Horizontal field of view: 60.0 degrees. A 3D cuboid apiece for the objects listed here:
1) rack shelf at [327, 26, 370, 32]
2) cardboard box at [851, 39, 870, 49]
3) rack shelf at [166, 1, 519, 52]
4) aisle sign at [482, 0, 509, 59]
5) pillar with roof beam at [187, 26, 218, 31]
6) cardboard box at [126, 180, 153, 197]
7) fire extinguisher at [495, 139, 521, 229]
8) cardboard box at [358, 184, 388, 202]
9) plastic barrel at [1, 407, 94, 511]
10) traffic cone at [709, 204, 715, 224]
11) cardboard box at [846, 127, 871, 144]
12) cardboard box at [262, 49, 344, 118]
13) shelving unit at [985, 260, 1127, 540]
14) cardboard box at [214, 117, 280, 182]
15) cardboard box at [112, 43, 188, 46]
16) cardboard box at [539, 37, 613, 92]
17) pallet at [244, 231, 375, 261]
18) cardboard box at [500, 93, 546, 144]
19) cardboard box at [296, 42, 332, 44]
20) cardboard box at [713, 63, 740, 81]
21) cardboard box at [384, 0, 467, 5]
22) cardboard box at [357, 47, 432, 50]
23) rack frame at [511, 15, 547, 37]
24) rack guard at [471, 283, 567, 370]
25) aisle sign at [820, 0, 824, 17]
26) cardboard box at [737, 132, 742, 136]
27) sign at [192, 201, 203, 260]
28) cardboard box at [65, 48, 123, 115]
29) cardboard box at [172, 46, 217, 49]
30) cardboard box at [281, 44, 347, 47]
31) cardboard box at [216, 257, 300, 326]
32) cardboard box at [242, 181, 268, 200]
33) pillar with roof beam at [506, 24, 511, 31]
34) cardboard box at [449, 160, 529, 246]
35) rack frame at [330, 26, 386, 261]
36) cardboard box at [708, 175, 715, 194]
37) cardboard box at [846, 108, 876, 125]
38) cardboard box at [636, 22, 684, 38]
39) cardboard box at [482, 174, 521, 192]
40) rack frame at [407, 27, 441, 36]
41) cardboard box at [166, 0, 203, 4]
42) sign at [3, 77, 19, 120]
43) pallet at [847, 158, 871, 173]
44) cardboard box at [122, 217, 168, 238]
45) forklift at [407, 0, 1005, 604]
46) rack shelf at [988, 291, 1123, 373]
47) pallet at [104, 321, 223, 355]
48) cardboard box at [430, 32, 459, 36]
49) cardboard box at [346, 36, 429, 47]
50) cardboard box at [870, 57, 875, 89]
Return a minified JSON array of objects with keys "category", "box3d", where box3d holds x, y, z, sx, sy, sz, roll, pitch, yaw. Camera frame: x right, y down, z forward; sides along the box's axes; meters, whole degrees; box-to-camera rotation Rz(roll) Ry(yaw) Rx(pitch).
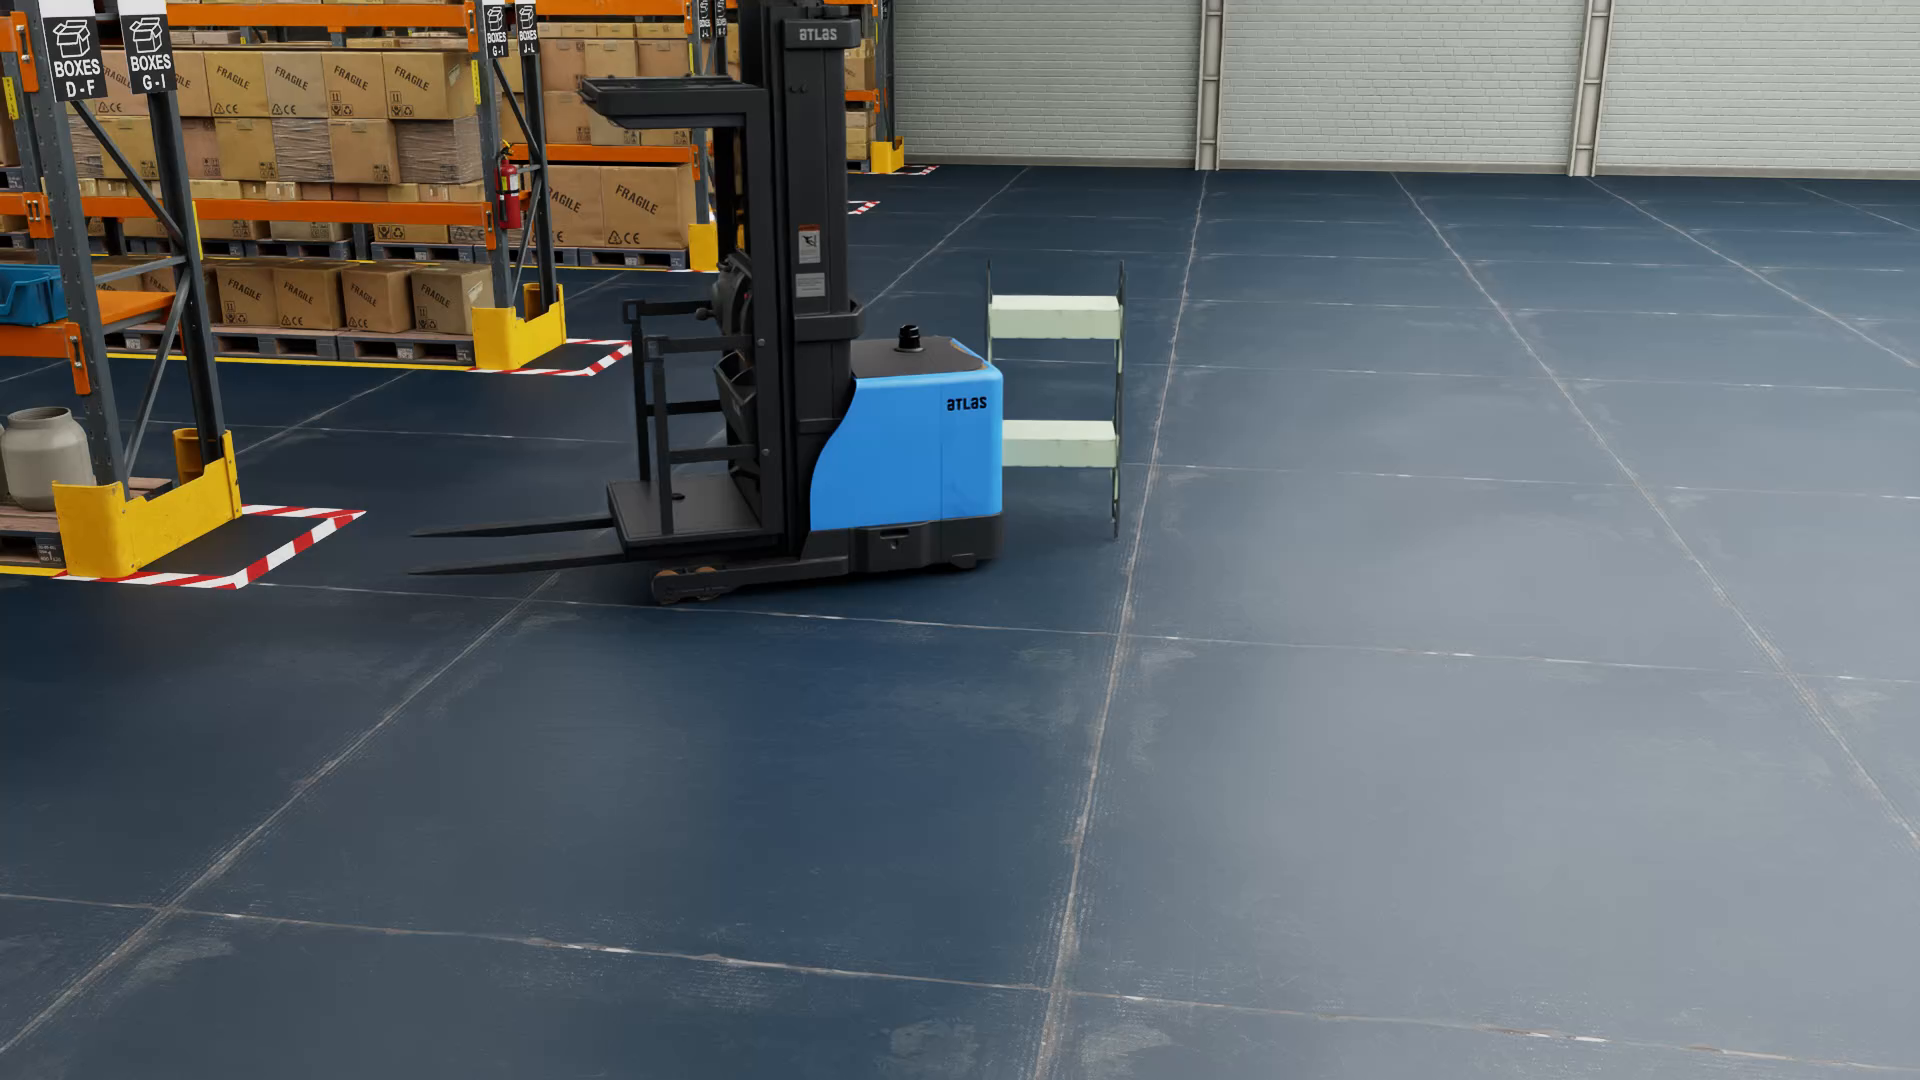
[{"category":"rack shelf","box3d":[-8.627,-5.904,18.627,4.000,0.370,1.077,3,19,9]},{"category":"cardboard box","box3d":[-1.621,-8.080,27.075,0.250,0.149,0.380,3,19,9]},{"category":"rack shelf","box3d":[-5.564,-4.154,13.397,4.000,0.370,1.077,3,19,9]},{"category":"aisle sign","box3d":[-3.576,-4.108,12.755,0.004,0.787,0.394,3,19,9]},{"category":"pillar with roof beam","box3d":[-14.309,-10.049,25.156,0.400,9.000,9.100,3,19,9]},{"category":"cardboard box","box3d":[-6.630,-2.919,13.695,0.250,0.149,0.380,3,19,9]},{"category":"fire extinguisher","box3d":[-3.549,-2.785,13.021,0.183,0.674,0.296,3,19,9]},{"category":"cardboard box","box3d":[-4.650,-2.829,13.427,0.250,0.149,0.380,3,19,9]},{"category":"plastic barrel","box3d":[-5.037,-0.449,9.176,0.421,0.512,0.421,0,18,0]},{"category":"traffic cone","box3d":[-3.002,-3.789,19.899,0.334,0.463,0.336,3,19,9]},{"category":"cardboard box","box3d":[-1.764,-6.691,27.456,0.500,0.250,0.500,3,19,8]},{"category":"cardboard box","box3d":[-5.159,-3.634,13.235,0.500,0.500,0.500,3,19,9]},{"category":"shelving unit","box3d":[0.519,-0.777,9.261,0.755,1.500,0.431,1,19,2]},{"category":"cardboard box","box3d":[-5.619,-3.252,13.668,0.500,0.500,0.875,3,19,9]},{"category":"cardboard box","box3d":[-9.153,-5.369,18.889,0.500,0.500,0.700,3,19,8]},{"category":"cardboard box","box3d":[-4.152,-5.204,18.191,0.550,0.550,0.875,3,19,9]},{"category":"pallet","box3d":[-7.426,-3.415,19.176,1.213,0.211,1.003,3,19,9]},{"category":"cardboard box","box3d":[-4.686,-4.698,18.381,0.500,0.550,0.875,3,19,9]},{"category":"cardboard box","box3d":[-8.993,-6.748,23.454,0.500,0.500,0.500,4,19,11]},{"category":"cardboard box","box3d":[-3.091,-6.233,22.577,0.500,0.500,0.500,3,19,9]},{"category":"cardboard box","box3d":[-4.106,-4.268,12.840,0.500,0.250,0.500,3,19,10]},{"category":"cardboard box","box3d":[-4.582,-3.775,13.656,0.500,0.500,0.500,3,19,9]},{"category":"rack frame","box3d":[-5.967,-6.278,23.338,0.127,3.000,1.000,3,19,9]},{"category":"rack guard","box3d":[-3.664,-1.790,13.866,0.348,0.500,1.175,3,19,9]},{"category":"aisle sign","box3d":[-1.907,-7.403,22.605,0.004,0.787,0.394,3,19,9]},{"category":"cardboard box","box3d":[-3.311,-5.481,23.445,0.500,0.500,0.500,2,19,7]},{"category":"sign","box3d":[-4.283,-1.724,9.291,0.005,0.325,0.100,3,19,9]},{"category":"cardboard box","box3d":[-7.135,-3.734,13.532,0.500,0.500,0.500,3,19,9]},{"category":"cardboard box","box3d":[-6.557,-3.875,13.954,0.500,0.500,0.500,3,19,9]},{"category":"cardboard box","box3d":[-7.143,-5.267,18.583,0.500,0.500,0.700,3,19,8]},{"category":"cardboard box","box3d":[-5.958,-2.121,14.193,0.500,0.500,0.500,1,19,4]},{"category":"cardboard box","box3d":[-5.637,-2.879,13.577,0.250,0.149,0.380,3,19,9]},{"category":"pillar with roof beam","box3d":[-8.385,-9.747,24.253,0.400,9.000,9.100,3,19,9]},{"category":"cardboard box","box3d":[-5.152,-3.816,18.667,0.875,0.875,0.875,3,19,9]},{"category":"rack frame","box3d":[-6.652,-4.722,18.688,0.127,3.000,1.000,3,19,9]},{"category":"cardboard box","box3d":[-3.369,-4.957,23.061,0.500,0.250,0.500,3,19,9]},{"category":"cardboard box","box3d":[-1.678,-7.085,27.845,0.500,0.250,0.500,3,19,8]},{"category":"cardboard box","box3d":[-4.045,-6.786,22.656,0.500,0.500,0.700,3,19,8]},{"category":"cardboard box","box3d":[-3.833,-2.942,13.764,0.250,0.149,0.380,3,19,9]},{"category":"rack frame","box3d":[-9.133,-8.034,28.588,0.127,3.000,1.000,3,19,9]},{"category":"cardboard box","box3d":[-6.123,-4.368,13.140,0.500,0.250,0.500,2,19,6]},{"category":"sign","box3d":[-7.623,-3.548,13.356,0.005,0.325,0.100,3,19,9]},{"category":"pallet","box3d":[-1.996,-6.335,27.903,1.213,0.211,1.003,3,19,9]},{"category":"cardboard box","box3d":[-9.151,-3.954,19.276,0.750,0.750,1.050,3,19,9]},{"category":"forklift","box3d":[-1.340,-1.255,8.434,3.031,2.935,1.130,-5,19,-16]},{"category":"rack shelf","box3d":[0.519,-1.147,9.138,0.720,0.370,0.431,1,19,2]},{"category":"pallet","box3d":[-6.870,-1.828,14.434,1.213,0.211,1.003,3,19,9]},{"category":"cardboard box","box3d":[-7.141,-6.956,23.055,0.250,0.149,0.380,2,19,7]},{"category":"cardboard box","box3d":[-6.293,-5.276,18.406,0.550,0.550,0.875,3,19,9]},{"category":"cardboard box","box3d":[-1.679,-7.791,27.704,0.500,0.500,0.500,4,19,10]}]
